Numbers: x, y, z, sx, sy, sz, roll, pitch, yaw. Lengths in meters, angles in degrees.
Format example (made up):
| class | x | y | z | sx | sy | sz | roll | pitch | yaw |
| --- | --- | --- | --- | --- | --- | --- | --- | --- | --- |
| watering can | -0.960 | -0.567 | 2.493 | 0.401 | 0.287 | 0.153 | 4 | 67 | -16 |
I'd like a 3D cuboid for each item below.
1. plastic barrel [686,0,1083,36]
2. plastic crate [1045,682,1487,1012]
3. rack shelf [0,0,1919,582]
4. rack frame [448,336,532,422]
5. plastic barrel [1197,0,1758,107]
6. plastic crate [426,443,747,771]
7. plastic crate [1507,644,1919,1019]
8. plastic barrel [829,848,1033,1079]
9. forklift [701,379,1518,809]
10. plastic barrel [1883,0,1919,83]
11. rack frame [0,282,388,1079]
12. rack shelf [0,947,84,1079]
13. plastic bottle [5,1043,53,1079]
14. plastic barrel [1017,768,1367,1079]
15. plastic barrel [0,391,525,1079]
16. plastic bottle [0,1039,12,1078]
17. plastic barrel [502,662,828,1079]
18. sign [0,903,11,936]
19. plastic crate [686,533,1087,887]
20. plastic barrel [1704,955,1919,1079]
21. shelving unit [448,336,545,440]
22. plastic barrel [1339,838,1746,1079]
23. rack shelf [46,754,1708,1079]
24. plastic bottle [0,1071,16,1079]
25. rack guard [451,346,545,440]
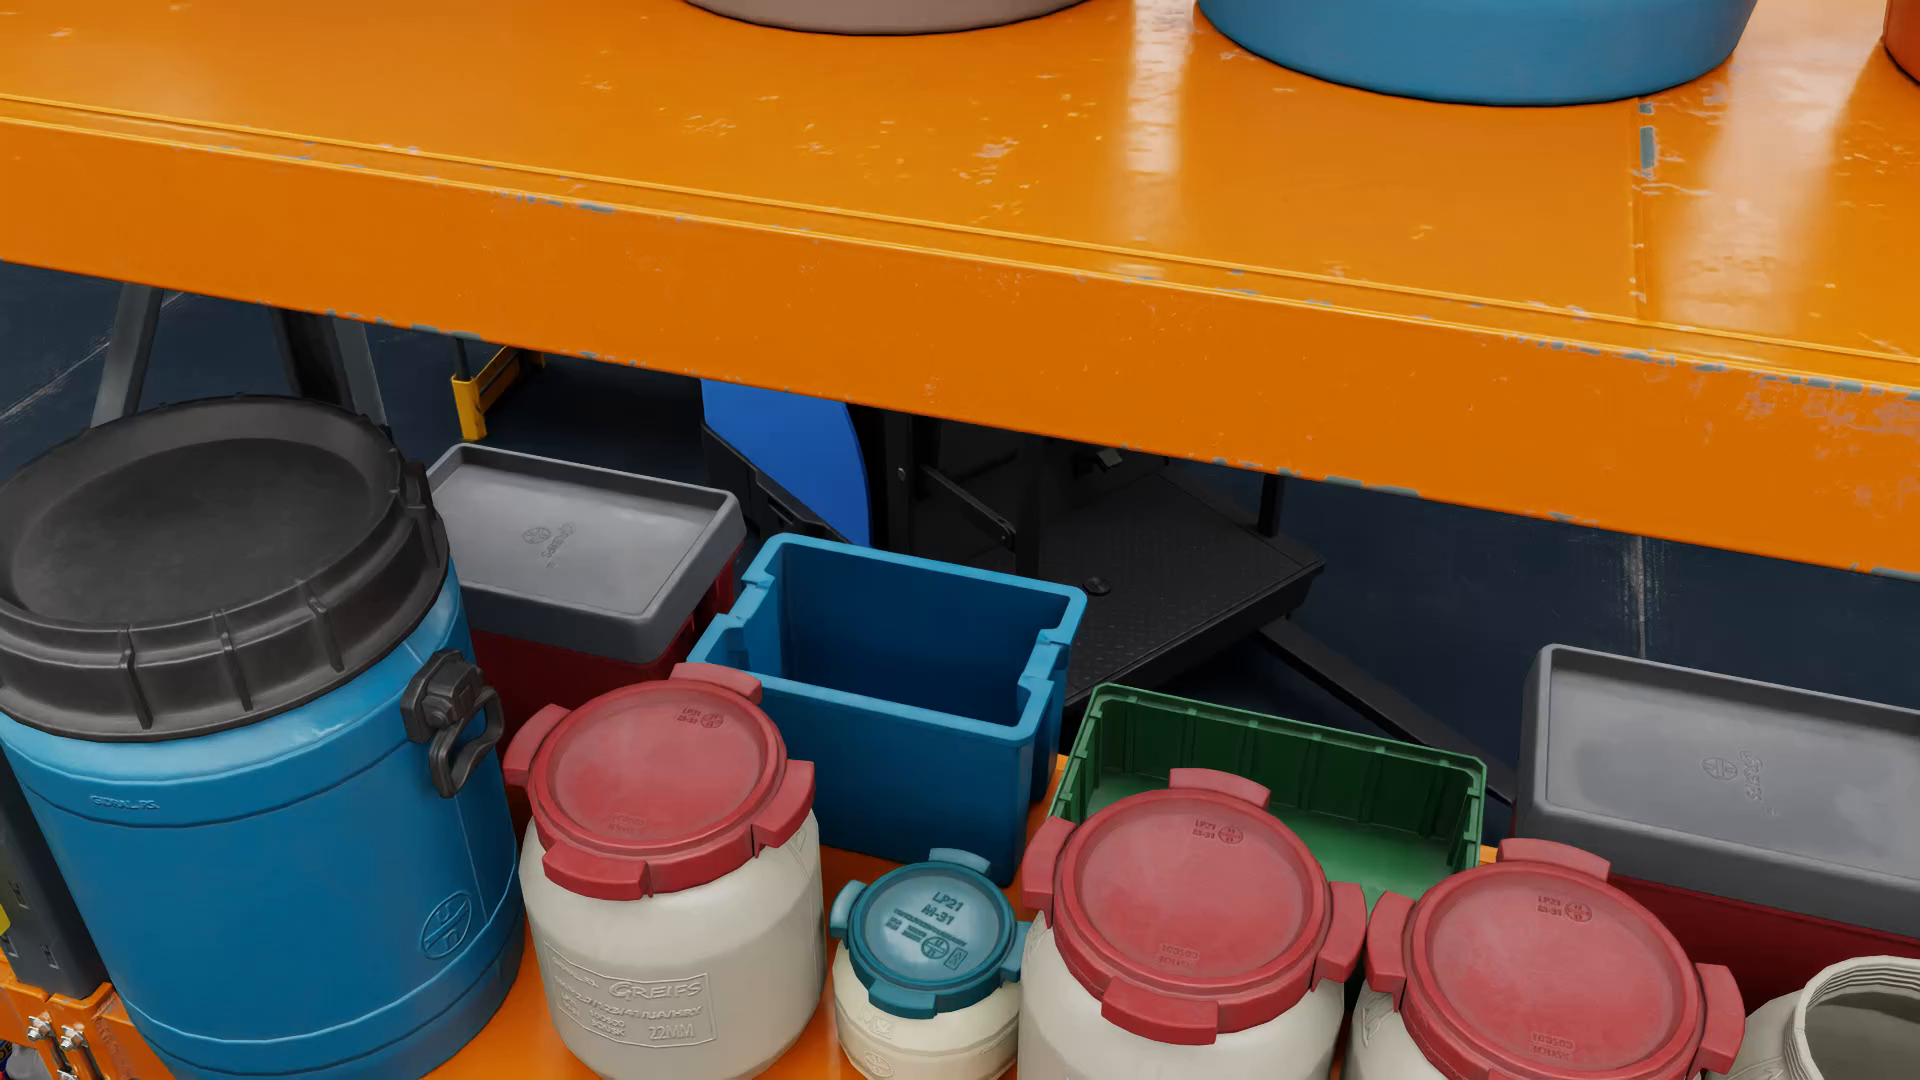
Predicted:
| class | x | y | z | sx | sy | sz | roll | pitch | yaw |
| --- | --- | --- | --- | --- | --- | --- | --- | --- | --- |
| plastic barrel | -0.083 | -1.054 | 1.698 | 0.600 | 0.901 | 0.600 | 0 | 36 | 0 |
| plastic crate | 0.489 | 0.507 | 2.710 | 0.662 | 0.188 | 0.450 | 10 | 38 | 14 |
| rack shelf | 0.651 | -0.292 | 1.692 | 4.000 | 0.370 | 1.077 | 10 | 38 | 14 |
| rack frame | -1.794 | -1.155 | 6.055 | 0.032 | 1.500 | 0.500 | 8 | 37 | 11 |
| plastic barrel | 0.541 | -0.939 | 1.541 | 0.708 | 0.901 | 0.600 | 10 | 38 | 14 |
| plastic crate | -0.704 | 0.160 | 2.948 | 0.583 | 0.464 | 0.402 | 10 | 38 | 14 |
| plastic crate | 1.109 | 0.496 | 2.492 | 0.583 | 0.464 | 0.402 | 10 | 38 | 14 |
| plastic barrel | -0.040 | 0.650 | 2.454 | 0.301 | 0.262 | 0.301 | 0 | 36 | 0 |
| forklift | 0.403 | -0.853 | 4.436 | 1.130 | 2.935 | 3.031 | -25 | 43 | -30 |
| plastic barrel | 1.217 | -0.784 | 1.392 | 0.708 | 0.830 | 0.600 | 10 | 38 | 14 |
| rack frame | -1.258 | 0.273 | 2.848 | 0.127 | 3.000 | 1.000 | 10 | 38 | 14 |
| rack shelf | -3.167 | 0.209 | 3.542 | 4.000 | 0.370 | 1.077 | 10 | 38 | 14 |
| plastic bottle | -1.915 | 1.130 | 3.547 | 0.185 | 0.351 | 0.144 | 10 | 38 | 14 |
| plastic barrel | 0.290 | 0.641 | 2.234 | 0.433 | 0.535 | 0.433 | 0 | 36 | 0 |
| plastic barrel | -0.979 | 0.311 | 2.374 | 0.708 | 0.901 | 0.600 | 10 | 38 | 14 |
| plastic bottle | -2.121 | 1.120 | 3.624 | 0.135 | 0.276 | 0.152 | 10 | 38 | 14 |
| plastic barrel | -0.410 | 0.512 | 2.410 | 0.433 | 0.535 | 0.433 | 0 | 36 | 0 |
| sign | -1.432 | 0.471 | 2.346 | 0.005 | 0.325 | 0.100 | 10 | 38 | 14 |
| plastic crate | -0.112 | 0.299 | 2.827 | 0.575 | 0.384 | 0.392 | 10 | 38 | 14 |
| plastic barrel | 1.113 | 0.800 | 2.039 | 0.421 | 0.512 | 0.421 | 0 | 36 | 0 |
| shelving unit | -1.290 | -1.086 | 5.960 | 1.083 | 1.500 | 0.587 | 8 | 37 | 11 |
| plastic barrel | 0.703 | 0.718 | 2.130 | 0.433 | 0.535 | 0.433 | 0 | 36 | 0 |
| rack shelf | 0.651 | 0.916 | 2.581 | 4.000 | 0.370 | 1.077 | 10 | 38 | 14 |
| plastic bottle | -1.958 | 1.212 | 3.436 | 0.185 | 0.351 | 0.144 | 10 | 37 | 13 |
| rack guard | -1.775 | -0.649 | 6.421 | 0.087 | 0.250 | 0.587 | 8 | 37 | 11 |
